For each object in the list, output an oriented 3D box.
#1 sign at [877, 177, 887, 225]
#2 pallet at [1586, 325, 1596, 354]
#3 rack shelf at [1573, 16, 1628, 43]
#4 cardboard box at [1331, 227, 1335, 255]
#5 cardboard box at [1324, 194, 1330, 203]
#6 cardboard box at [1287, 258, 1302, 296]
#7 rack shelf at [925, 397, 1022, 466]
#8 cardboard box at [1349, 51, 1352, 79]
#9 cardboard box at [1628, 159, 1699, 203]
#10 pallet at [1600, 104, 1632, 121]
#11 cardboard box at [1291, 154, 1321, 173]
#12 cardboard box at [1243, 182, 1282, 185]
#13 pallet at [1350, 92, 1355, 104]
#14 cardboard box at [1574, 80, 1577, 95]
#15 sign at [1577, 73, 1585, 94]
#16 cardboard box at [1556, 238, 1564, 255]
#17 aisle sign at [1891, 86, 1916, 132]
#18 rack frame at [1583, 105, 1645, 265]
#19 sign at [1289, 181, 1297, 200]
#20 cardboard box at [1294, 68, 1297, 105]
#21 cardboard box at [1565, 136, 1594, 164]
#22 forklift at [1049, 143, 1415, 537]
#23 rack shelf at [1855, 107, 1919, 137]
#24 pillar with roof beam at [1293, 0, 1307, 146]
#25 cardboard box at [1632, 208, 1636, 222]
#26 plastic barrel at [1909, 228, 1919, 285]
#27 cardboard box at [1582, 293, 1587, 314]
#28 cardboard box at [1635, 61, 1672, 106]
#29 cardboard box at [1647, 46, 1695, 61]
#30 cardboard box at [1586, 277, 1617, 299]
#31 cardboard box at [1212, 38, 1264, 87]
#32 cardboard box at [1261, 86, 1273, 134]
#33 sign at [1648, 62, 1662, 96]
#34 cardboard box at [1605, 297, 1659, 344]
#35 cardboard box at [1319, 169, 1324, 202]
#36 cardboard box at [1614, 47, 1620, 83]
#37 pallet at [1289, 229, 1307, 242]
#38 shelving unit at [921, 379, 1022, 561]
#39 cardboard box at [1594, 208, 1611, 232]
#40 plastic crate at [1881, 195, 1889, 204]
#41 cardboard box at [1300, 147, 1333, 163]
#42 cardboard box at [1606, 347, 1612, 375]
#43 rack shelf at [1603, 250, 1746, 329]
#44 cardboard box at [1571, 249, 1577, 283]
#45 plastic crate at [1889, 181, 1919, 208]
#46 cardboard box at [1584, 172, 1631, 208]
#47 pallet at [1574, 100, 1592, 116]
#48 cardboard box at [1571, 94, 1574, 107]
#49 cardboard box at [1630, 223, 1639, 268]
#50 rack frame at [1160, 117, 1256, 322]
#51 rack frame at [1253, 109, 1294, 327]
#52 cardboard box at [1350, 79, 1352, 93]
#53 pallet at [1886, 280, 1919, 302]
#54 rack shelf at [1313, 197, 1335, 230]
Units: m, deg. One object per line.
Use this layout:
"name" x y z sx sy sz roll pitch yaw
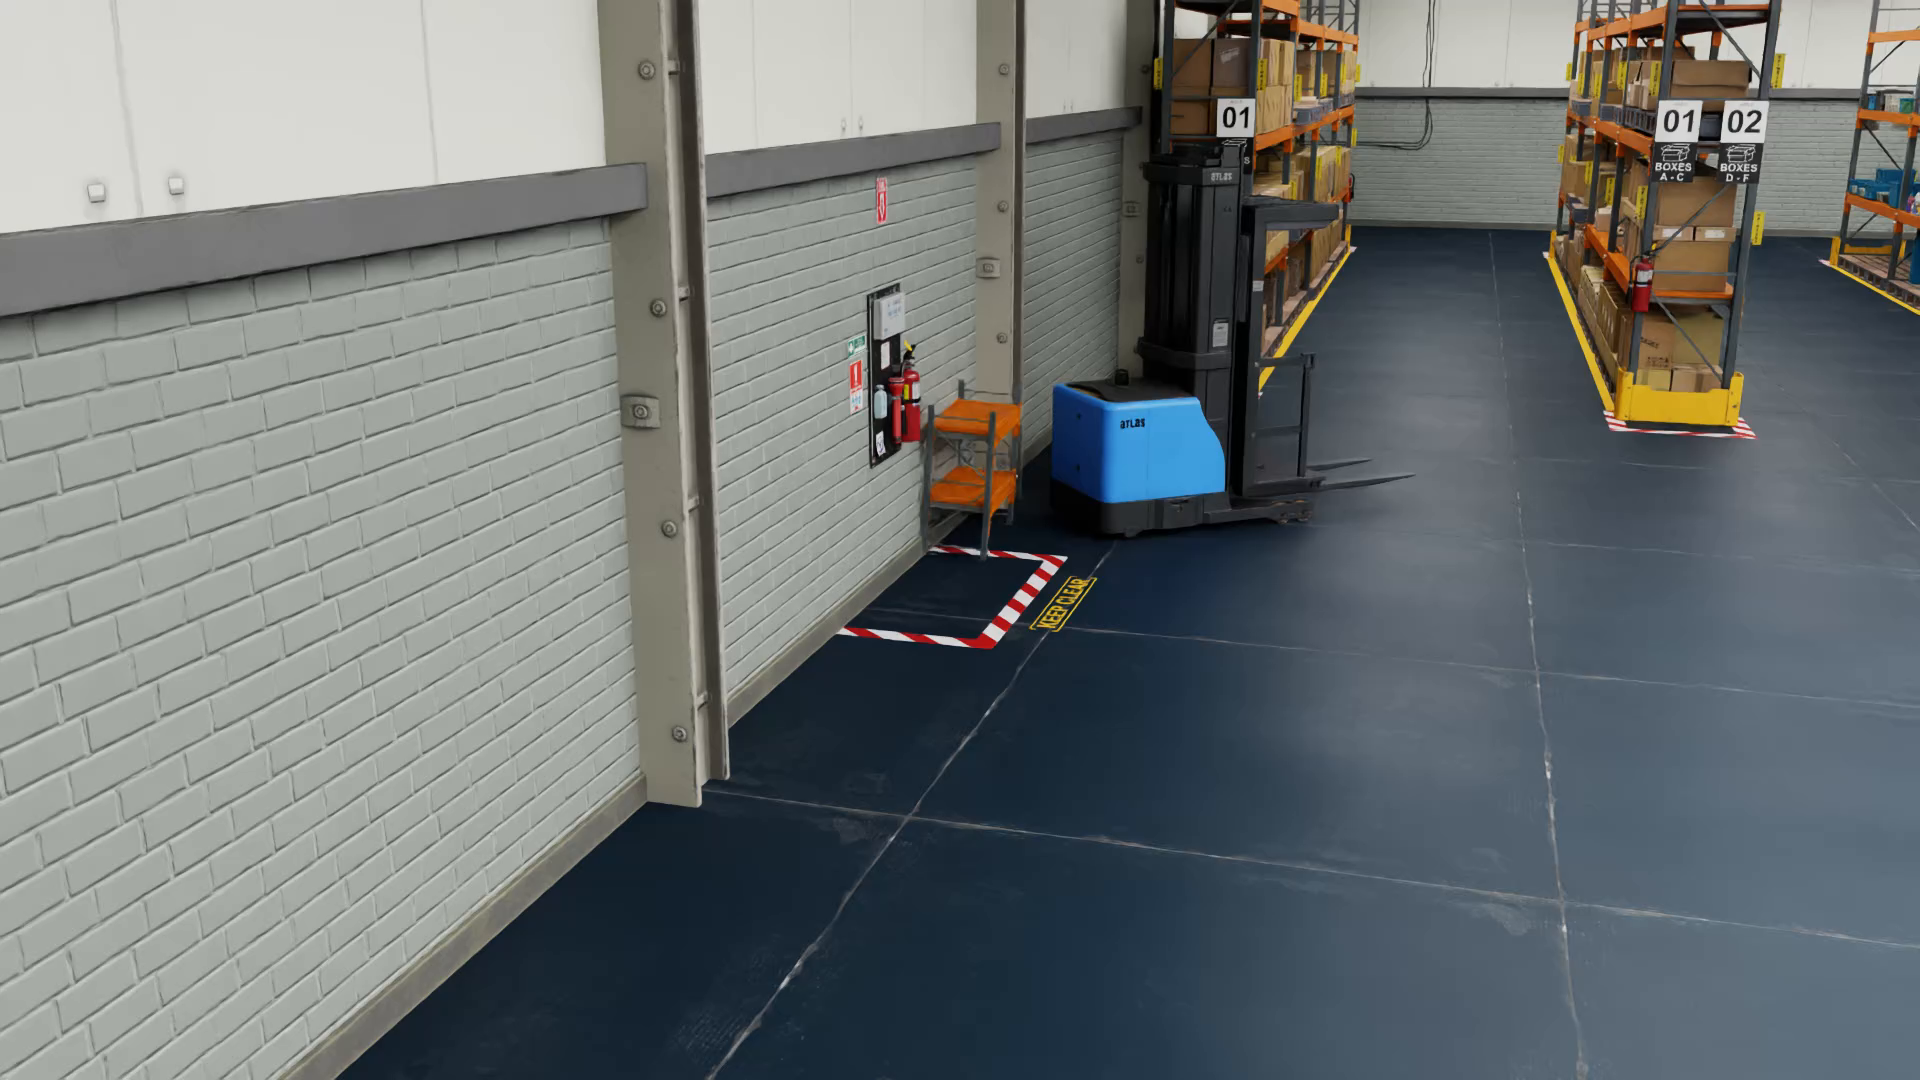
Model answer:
"sign" -0.515 -2.236 10.969 0.001 0.298 0.199 5 16 16
"pallet" 8.716 -2.596 21.596 1.003 0.211 1.213 5 16 16
"rack shelf" 11.386 -8.897 29.029 1.077 0.370 4.000 5 16 16
"cardboard box" 6.524 -5.537 30.663 0.700 0.500 0.500 4 16 15
"cardboard box" 6.058 -5.791 28.172 0.380 0.149 0.250 5 16 16
"cardboard box" 4.776 -3.988 25.168 0.700 0.500 0.500 5 17 17
"rack shelf" 0.112 -0.832 12.583 0.538 0.278 1.000 7 17 11
"cardboard box" 6.965 -8.767 30.691 0.500 0.500 0.500 4 16 13
"cardboard box" 8.424 -4.298 19.924 0.700 0.500 0.500 5 17 16
"pallet" 9.574 -5.956 23.181 1.213 0.211 1.003 5 17 18
"cardboard box" 5.315 -5.840 25.781 0.500 0.250 0.500 5 17 17
"cardboard box" 3.971 -4.515 22.263 0.700 0.500 0.500 5 16 16
"pallet" 7.003 -8.470 31.860 1.003 0.211 1.213 5 16 16
"cardboard box" 11.128 -7.987 29.352 0.500 0.250 0.500 5 16 16
"sign" 10.295 -7.567 27.566 0.100 0.325 0.005 5 16 16
"cardboard box" 11.244 -5.388 30.563 0.500 0.250 0.500 5 16 16
"aisle sign" 17.004 -7.743 29.868 0.394 0.787 0.004 5 16 16
"rack frame" 9.681 -4.789 24.215 1.000 3.000 0.127 5 16 16
"sign" 4.316 -4.502 21.617 0.100 0.325 0.005 5 16 16
"cardboard box" 4.376 -6.278 23.016 0.500 0.500 0.500 4 16 14
"cardboard box" 11.434 -7.178 30.622 0.500 0.500 0.500 5 17 16
"forklift" 2.296 -1.669 13.343 3.031 2.935 1.130 -6 17 -22
"rack shelf" 16.134 -7.070 28.080 1.077 0.370 4.000 5 16 16
"pillar with roof beam" 11.269 -10.590 33.676 9.100 9.000 0.400 5 16 16
"cardboard box" 7.920 -3.709 19.038 0.380 0.149 0.250 4 16 14
"plastic barrel" 15.395 -4.501 26.278 0.600 0.901 0.708 5 16 16
"cardboard box" 8.967 -3.285 23.185 0.500 0.250 0.500 4 16 14
"cardboard box" 7.955 -5.083 18.541 0.797 0.503 0.637 7 17 22
"cardboard box" 8.757 -5.834 20.535 0.500 0.500 0.500 5 17 17
"cardboard box" 8.817 -3.417 22.622 0.500 0.311 0.500 4 16 15
"cardboard box" 2.999 -5.142 17.913 0.500 0.500 0.500 3 16 12
"cardboard box" 3.179 -4.785 18.487 0.500 0.500 0.500 6 17 20
"sign" 6.891 -4.572 16.478 0.100 0.325 0.005 5 16 16
"cardboard box" 7.688 -2.492 19.014 0.500 0.500 0.500 5 16 16
"cardboard box" 5.472 -5.616 26.367 0.500 0.500 0.500 5 17 18
"cardboard box" 9.956 -7.008 24.526 0.500 0.500 0.500 5 16 16
"pallet" 4.150 -4.222 22.567 1.003 0.211 1.213 5 16 16
"shelving unit" 0.095 -0.552 12.667 0.538 1.125 1.048 7 17 11
"cardboard box" 9.241 -4.527 23.455 0.500 0.311 0.500 4 16 15
"plastic crate" 15.626 -5.660 27.682 0.437 0.125 0.590 5 16 16
"cardboard box" 6.025 -6.505 28.126 0.500 0.250 0.500 5 17 17
"cardboard box" 7.548 -2.001 18.655 0.500 0.250 0.500 5 16 16
"rack shelf" 7.976 -2.873 18.779 1.077 0.370 4.000 5 16 16
"cardboard box" 10.012 -4.334 26.386 0.500 0.500 0.500 4 16 14
"plastic crate" 15.371 -5.620 27.064 0.392 0.384 0.575 5 16 16
"cardboard box" 9.752 -5.212 24.756 0.700 0.500 0.500 -1 16 -3
"pallet" 10.273 -6.751 25.981 1.213 0.211 1.003 5 16 16
"cardboard box" 11.270 -7.877 29.881 0.500 0.250 0.500 5 16 16
"cardboard box" 8.134 -3.404 19.151 0.700 0.500 0.500 5 17 17
"rack frame" 2.657 -3.079 18.187 1.000 3.000 0.127 5 16 16
"rack frame" 3.794 -4.125 21.876 1.000 3.000 0.127 5 16 16
"cardboard box" 7.103 -8.537 31.256 0.500 0.250 0.500 4 16 14
"pallet" 15.306 -3.910 26.227 1.003 0.211 1.213 5 16 16
"rack shelf" 5.499 -5.349 27.509 1.077 0.370 4.000 5 16 16
